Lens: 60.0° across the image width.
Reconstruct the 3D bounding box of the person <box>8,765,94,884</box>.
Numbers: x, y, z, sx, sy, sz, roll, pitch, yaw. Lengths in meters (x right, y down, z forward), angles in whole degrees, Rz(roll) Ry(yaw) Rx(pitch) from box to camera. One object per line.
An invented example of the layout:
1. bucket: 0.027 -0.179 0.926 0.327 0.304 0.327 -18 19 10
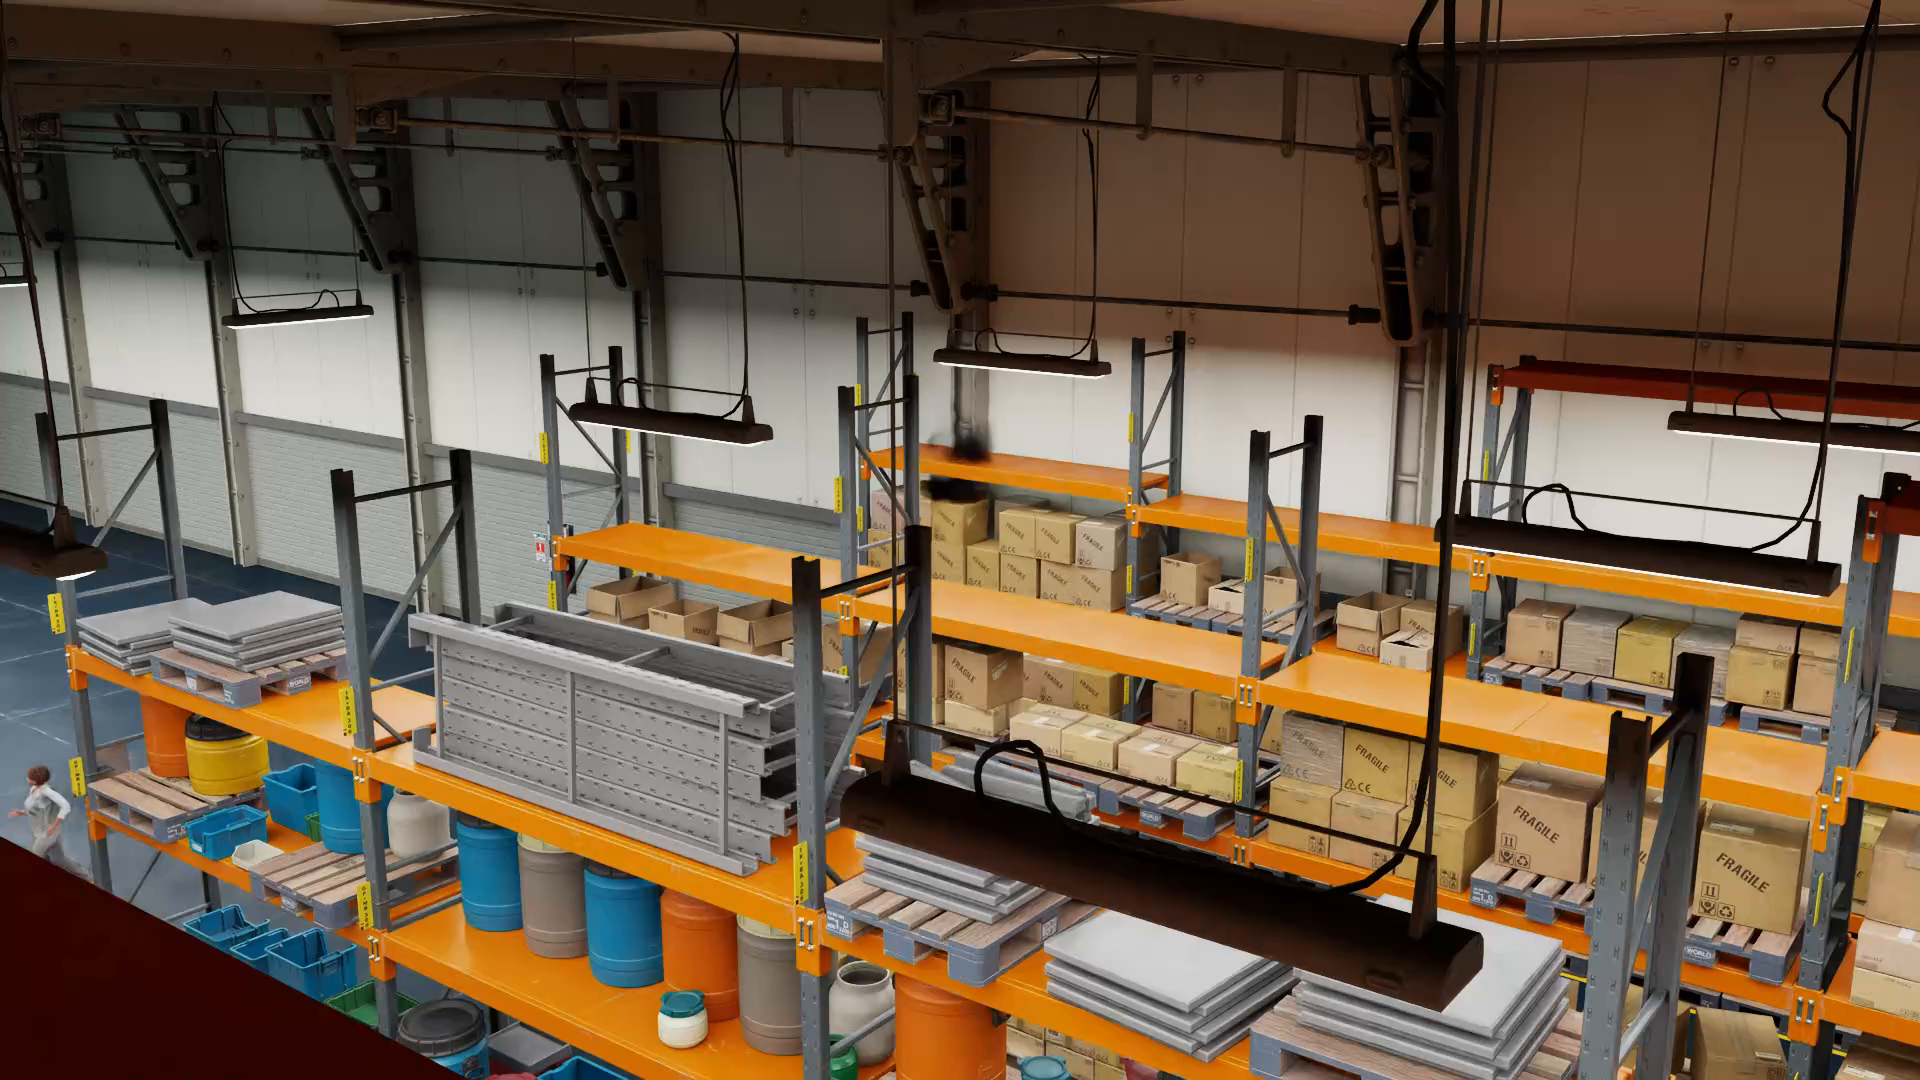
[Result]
1. person: -9.805 3.197 17.939 0.751 1.645 0.522 -8 15 -32
